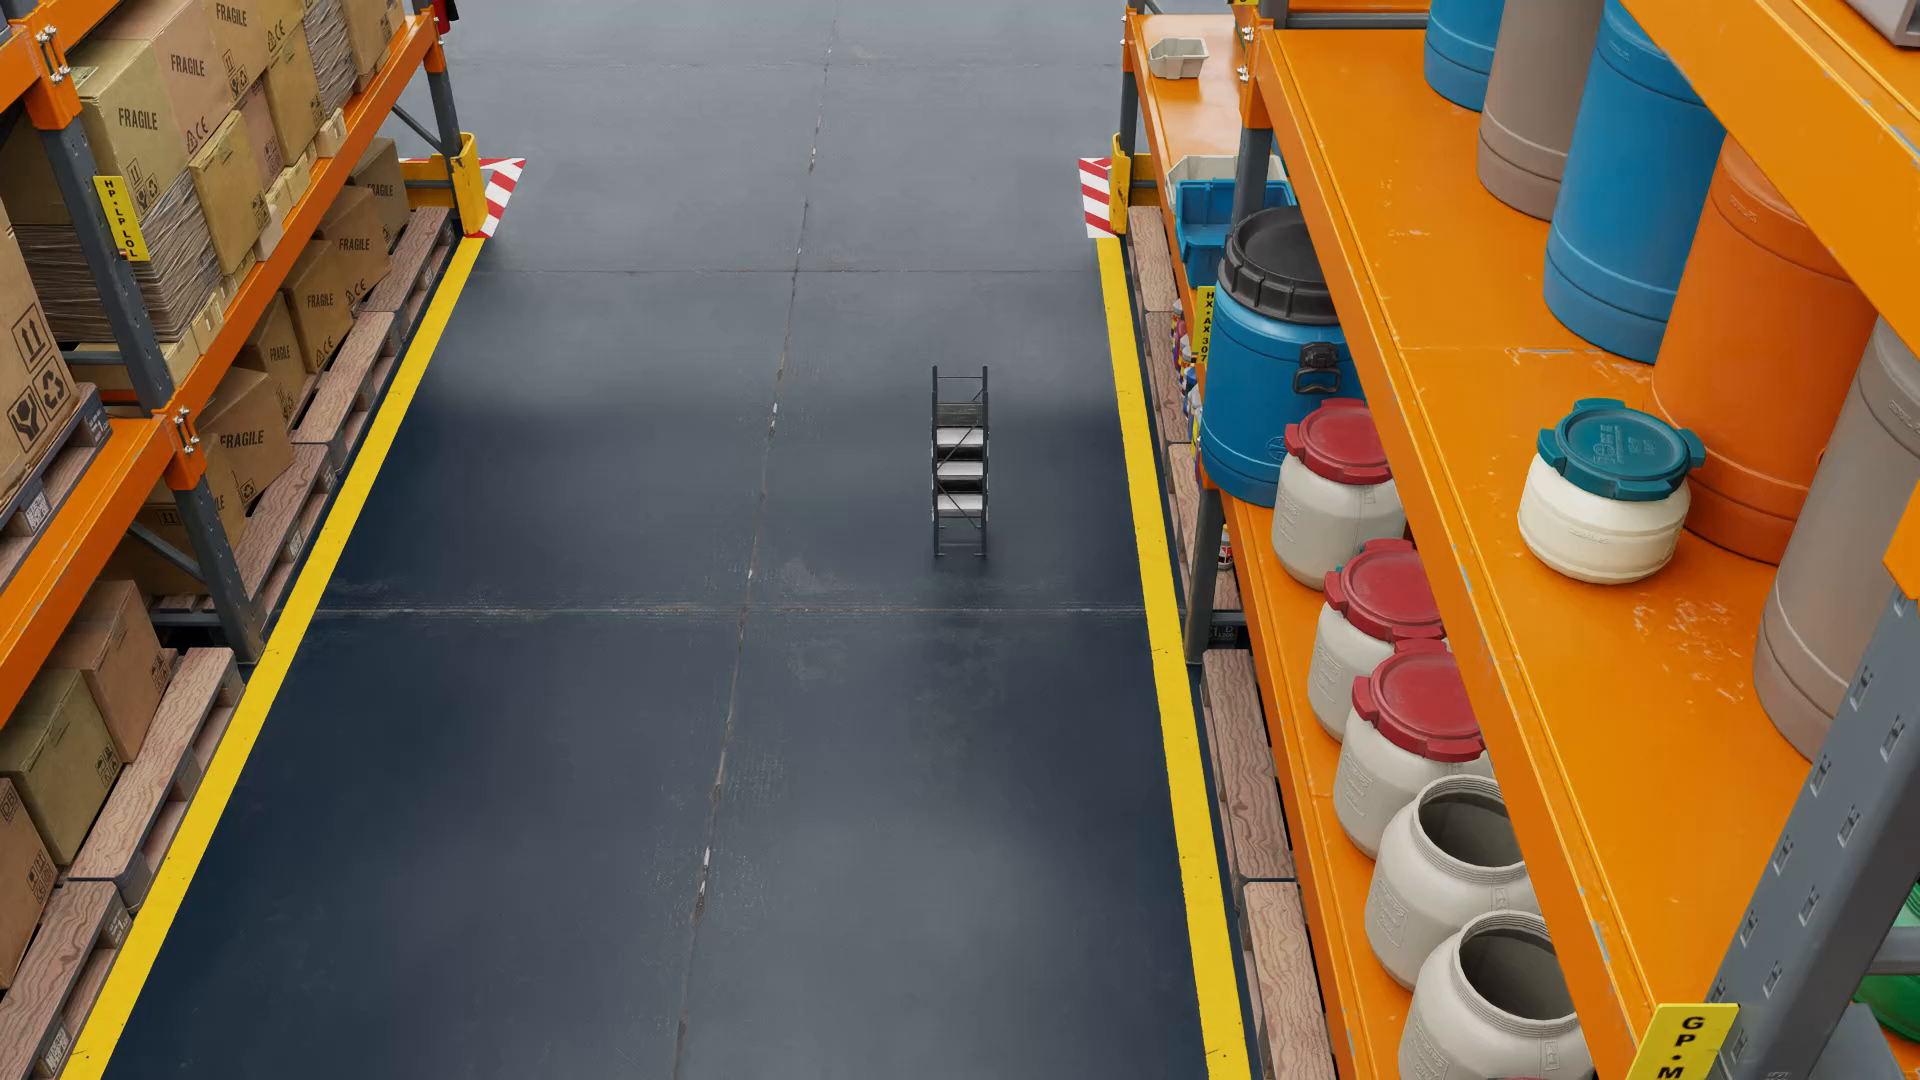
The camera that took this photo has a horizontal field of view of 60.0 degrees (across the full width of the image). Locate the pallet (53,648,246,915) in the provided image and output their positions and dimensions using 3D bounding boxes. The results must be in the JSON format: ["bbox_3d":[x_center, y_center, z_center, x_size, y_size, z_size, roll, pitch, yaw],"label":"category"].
[{"bbox_3d":[-3.490,0.905,6.452,1.003,0.211,1.213,0,39,0],"label":"pallet"}]

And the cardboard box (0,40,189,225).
[{"bbox_3d":[-3.239,-1.497,6.102,0.500,0.500,0.500,0,39,0],"label":"cardboard box"}]

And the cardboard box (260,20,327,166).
[{"bbox_3d":[-3.457,-2.045,7.585,0.875,0.500,0.500,0,39,0],"label":"cardboard box"}]

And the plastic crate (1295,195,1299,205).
[{"bbox_3d":[1.741,-1.440,7.318,0.450,0.188,0.662,0,39,0],"label":"plastic crate"}]

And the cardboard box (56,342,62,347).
[{"bbox_3d":[-3.777,-0.863,6.629,0.380,0.149,0.250,0,39,0],"label":"cardboard box"}]

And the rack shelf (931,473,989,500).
[{"bbox_3d":[0.000,-0.250,7.539,0.258,0.077,0.200,0,39,0],"label":"rack shelf"}]

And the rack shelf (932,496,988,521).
[{"bbox_3d":[0.000,-0.180,7.596,0.258,0.077,0.200,0,39,0],"label":"rack shelf"}]

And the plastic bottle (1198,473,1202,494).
[{"bbox_3d":[1.171,-0.334,7.535,0.144,0.351,0.185,-2,39,-2],"label":"plastic bottle"}]

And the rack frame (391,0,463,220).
[{"bbox_3d":[-3.497,-3.172,9.309,1.000,3.000,0.127,0,39,0],"label":"rack frame"}]

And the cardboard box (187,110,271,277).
[{"bbox_3d":[-3.396,-1.420,6.805,0.875,0.500,0.500,0,39,0],"label":"cardboard box"}]

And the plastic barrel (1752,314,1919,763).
[{"bbox_3d":[1.681,-0.052,2.617,0.600,0.901,0.600,0,39,0],"label":"plastic barrel"}]

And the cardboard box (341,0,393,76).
[{"bbox_3d":[-3.403,-2.670,8.366,0.875,0.500,0.500,0,39,0],"label":"cardboard box"}]

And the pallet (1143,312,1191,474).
[{"bbox_3d":[1.497,-0.771,8.543,1.003,0.211,1.213,0,39,0],"label":"pallet"}]

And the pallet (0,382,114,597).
[{"bbox_3d":[-3.637,-0.117,5.651,1.003,0.211,1.213,0,39,0],"label":"pallet"}]

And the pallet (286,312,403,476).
[{"bbox_3d":[-3.533,-0.767,8.538,1.003,0.211,1.213,0,39,0],"label":"pallet"}]

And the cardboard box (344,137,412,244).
[{"bbox_3d":[-3.513,-1.970,9.472,0.500,0.500,0.500,7,39,8],"label":"cardboard box"}]

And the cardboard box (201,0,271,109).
[{"bbox_3d":[-3.241,-2.123,6.883,0.500,0.500,0.500,0,39,0],"label":"cardboard box"}]

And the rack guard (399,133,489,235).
[{"bbox_3d":[-3.497,-2.149,10.032,1.175,0.500,0.348,0,39,0],"label":"rack guard"}]

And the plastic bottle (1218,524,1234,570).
[{"bbox_3d":[1.149,0.020,7.213,0.097,0.201,0.097,0,39,0],"label":"plastic bottle"}]

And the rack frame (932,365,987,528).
[{"bbox_3d":[0.000,-0.410,7.542,0.240,0.900,0.006,0,39,0],"label":"rack frame"}]

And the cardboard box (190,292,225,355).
[{"bbox_3d":[-3.179,-0.863,6.630,0.380,0.149,0.250,0,39,0],"label":"cardboard box"}]

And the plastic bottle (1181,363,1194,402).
[{"bbox_3d":[1.147,-0.782,8.213,0.097,0.201,0.097,0,39,0],"label":"plastic bottle"}]

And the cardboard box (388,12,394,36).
[{"bbox_3d":[-3.290,-2.739,8.970,0.380,0.149,0.250,0,39,0],"label":"cardboard box"}]

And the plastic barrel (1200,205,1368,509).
[{"bbox_3d":[1.158,-0.628,5.734,0.600,0.901,0.708,0,39,0],"label":"plastic barrel"}]

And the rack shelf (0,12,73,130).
[{"bbox_3d":[-3.490,-0.309,3.914,1.077,0.370,4.000,0,39,0],"label":"rack shelf"}]

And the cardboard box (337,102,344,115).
[{"bbox_3d":[-3.272,-2.114,8.190,0.380,0.149,0.250,0,39,0],"label":"cardboard box"}]

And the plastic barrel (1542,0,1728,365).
[{"bbox_3d":[1.680,-0.904,3.680,0.600,0.901,0.708,0,39,0],"label":"plastic barrel"}]

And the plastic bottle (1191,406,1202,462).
[{"bbox_3d":[1.171,-0.536,7.787,0.144,0.351,0.185,0,39,0],"label":"plastic bottle"}]

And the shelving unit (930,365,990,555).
[{"bbox_3d":[0.000,-0.346,7.462,0.258,0.900,0.210,0,39,0],"label":"shelving unit"}]

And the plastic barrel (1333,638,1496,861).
[{"bbox_3d":[1.244,0.601,4.493,0.433,0.535,0.433,0,39,0],"label":"plastic barrel"}]

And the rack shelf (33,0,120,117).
[{"bbox_3d":[-3.495,-2.811,7.035,1.077,0.370,4.000,0,39,0],"label":"rack shelf"}]

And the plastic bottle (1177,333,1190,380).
[{"bbox_3d":[1.147,-0.934,8.347,0.097,0.271,0.097,0,39,0],"label":"plastic bottle"}]

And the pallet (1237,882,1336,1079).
[{"bbox_3d":[1.505,1.670,5.497,1.003,0.211,1.213,0,39,0],"label":"pallet"}]

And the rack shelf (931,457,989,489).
[{"bbox_3d":[0.000,-0.320,7.483,0.258,0.077,0.200,0,39,0],"label":"rack shelf"}]

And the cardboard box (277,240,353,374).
[{"bbox_3d":[-3.496,-1.204,8.517,0.500,0.500,0.500,3,39,4],"label":"cardboard box"}]

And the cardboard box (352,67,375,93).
[{"bbox_3d":[-3.254,-2.427,8.580,0.380,0.149,0.250,0,39,0],"label":"cardboard box"}]

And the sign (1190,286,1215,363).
[{"bbox_3d":[0.911,-0.788,6.114,0.100,0.325,0.005,0,39,0],"label":"sign"}]

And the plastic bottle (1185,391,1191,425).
[{"bbox_3d":[1.147,-0.654,8.053,0.097,0.201,0.097,0,39,0],"label":"plastic bottle"}]

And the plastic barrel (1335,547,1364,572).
[{"bbox_3d":[1.309,0.208,5.203,0.301,0.262,0.301,0,39,0],"label":"plastic barrel"}]

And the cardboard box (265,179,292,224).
[{"bbox_3d":[-3.218,-1.489,7.410,0.380,0.149,0.250,0,39,0],"label":"cardboard box"}]

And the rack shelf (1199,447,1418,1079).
[{"bbox_3d":[1.463,0.857,4.857,1.077,0.370,4.000,0,39,0],"label":"rack shelf"}]

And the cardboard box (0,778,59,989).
[{"bbox_3d":[-3.530,1.166,5.544,0.700,0.500,0.500,-3,39,-4],"label":"cardboard box"}]

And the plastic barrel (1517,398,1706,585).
[{"bbox_3d":[1.230,-0.084,3.168,0.301,0.262,0.301,0,39,0],"label":"plastic barrel"}]

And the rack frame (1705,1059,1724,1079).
[{"bbox_3d":[1.465,1.827,3.071,1.000,3.000,0.127,0,39,0],"label":"rack frame"}]

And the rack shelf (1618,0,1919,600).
[{"bbox_3d":[1.463,-1.327,3.106,1.077,0.370,4.000,0,39,0],"label":"rack shelf"}]

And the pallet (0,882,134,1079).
[{"bbox_3d":[-3.486,1.670,5.498,1.003,0.211,1.213,0,39,0],"label":"pallet"}]

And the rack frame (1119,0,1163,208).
[{"bbox_3d":[1.456,-3.175,9.314,1.000,3.000,0.127,0,39,0],"label":"rack frame"}]

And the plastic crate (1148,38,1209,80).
[{"bbox_3d":[1.135,-2.513,8.698,0.298,0.136,0.250,0,39,0],"label":"plastic crate"}]

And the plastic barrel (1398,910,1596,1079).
[{"bbox_3d":[1.251,1.141,3.839,0.421,0.512,0.421,0,39,0],"label":"plastic barrel"}]

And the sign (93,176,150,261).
[{"bbox_3d":[-2.937,-1.125,5.829,0.100,0.325,0.005,0,39,0],"label":"sign"}]

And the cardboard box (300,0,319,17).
[{"bbox_3d":[-3.245,-2.748,7.663,0.500,0.500,0.500,0,39,0],"label":"cardboard box"}]

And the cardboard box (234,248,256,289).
[{"bbox_3d":[-3.217,-1.176,7.020,0.380,0.149,0.250,0,39,0],"label":"cardboard box"}]

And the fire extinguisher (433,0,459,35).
[{"bbox_3d":[-3.036,-3.213,9.423,0.296,0.674,0.183,0,39,0],"label":"fire extinguisher"}]

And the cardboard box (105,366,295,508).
[{"bbox_3d":[-3.461,-0.467,7.597,0.500,0.500,0.500,12,40,14],"label":"cardboard box"}]

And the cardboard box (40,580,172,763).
[{"bbox_3d":[-3.513,0.517,6.353,0.700,0.500,0.500,-3,39,-4],"label":"cardboard box"}]

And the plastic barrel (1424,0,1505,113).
[{"bbox_3d":[1.678,-1.722,4.701,0.600,0.901,0.708,0,39,0],"label":"plastic barrel"}]

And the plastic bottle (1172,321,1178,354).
[{"bbox_3d":[1.147,-1.056,8.555,0.097,0.201,0.097,0,39,0],"label":"plastic bottle"}]

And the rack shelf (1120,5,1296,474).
[{"bbox_3d":[1.458,-1.644,7.978,1.077,0.370,4.000,0,39,0],"label":"rack shelf"}]

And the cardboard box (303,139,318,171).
[{"bbox_3d":[-3.253,-1.801,7.800,0.380,0.149,0.250,0,39,0],"label":"cardboard box"}]

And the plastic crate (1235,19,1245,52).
[{"bbox_3d":[1.756,-2.805,8.970,0.499,0.251,0.616,0,39,0],"label":"plastic crate"}]
